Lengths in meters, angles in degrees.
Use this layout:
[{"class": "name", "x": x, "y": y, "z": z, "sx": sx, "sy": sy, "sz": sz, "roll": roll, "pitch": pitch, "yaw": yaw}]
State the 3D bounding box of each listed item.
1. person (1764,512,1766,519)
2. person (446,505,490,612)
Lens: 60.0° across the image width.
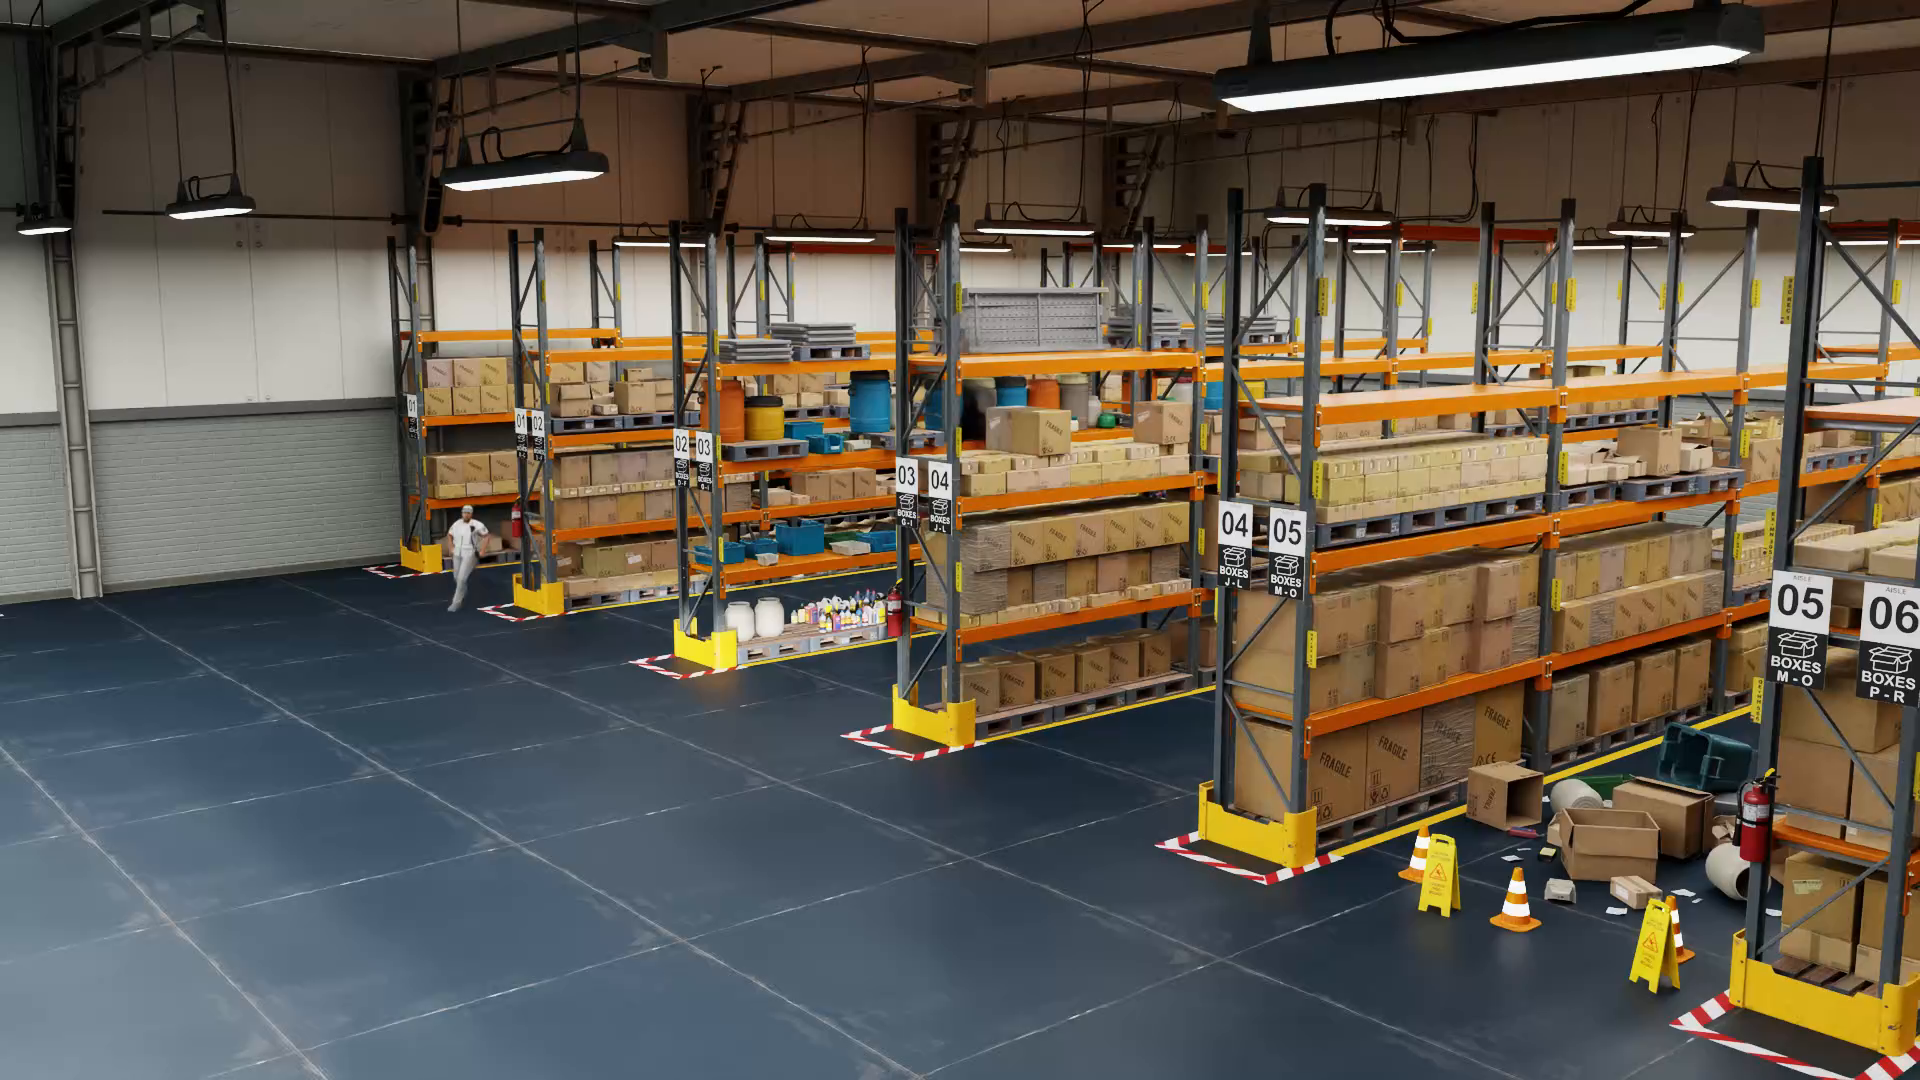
[{"class": "person", "x": 12.412, "y": 0.395, "z": 25.675, "sx": 0.666, "sy": 1.688, "sz": 0.586, "roll": -6, "pitch": 11, "yaw": -35}, {"class": "person", "x": -7.937, "y": 0.264, "z": 26.659, "sx": 0.692, "sy": 1.662, "sz": 0.911, "roll": 1, "pitch": 9, "yaw": 9}]
